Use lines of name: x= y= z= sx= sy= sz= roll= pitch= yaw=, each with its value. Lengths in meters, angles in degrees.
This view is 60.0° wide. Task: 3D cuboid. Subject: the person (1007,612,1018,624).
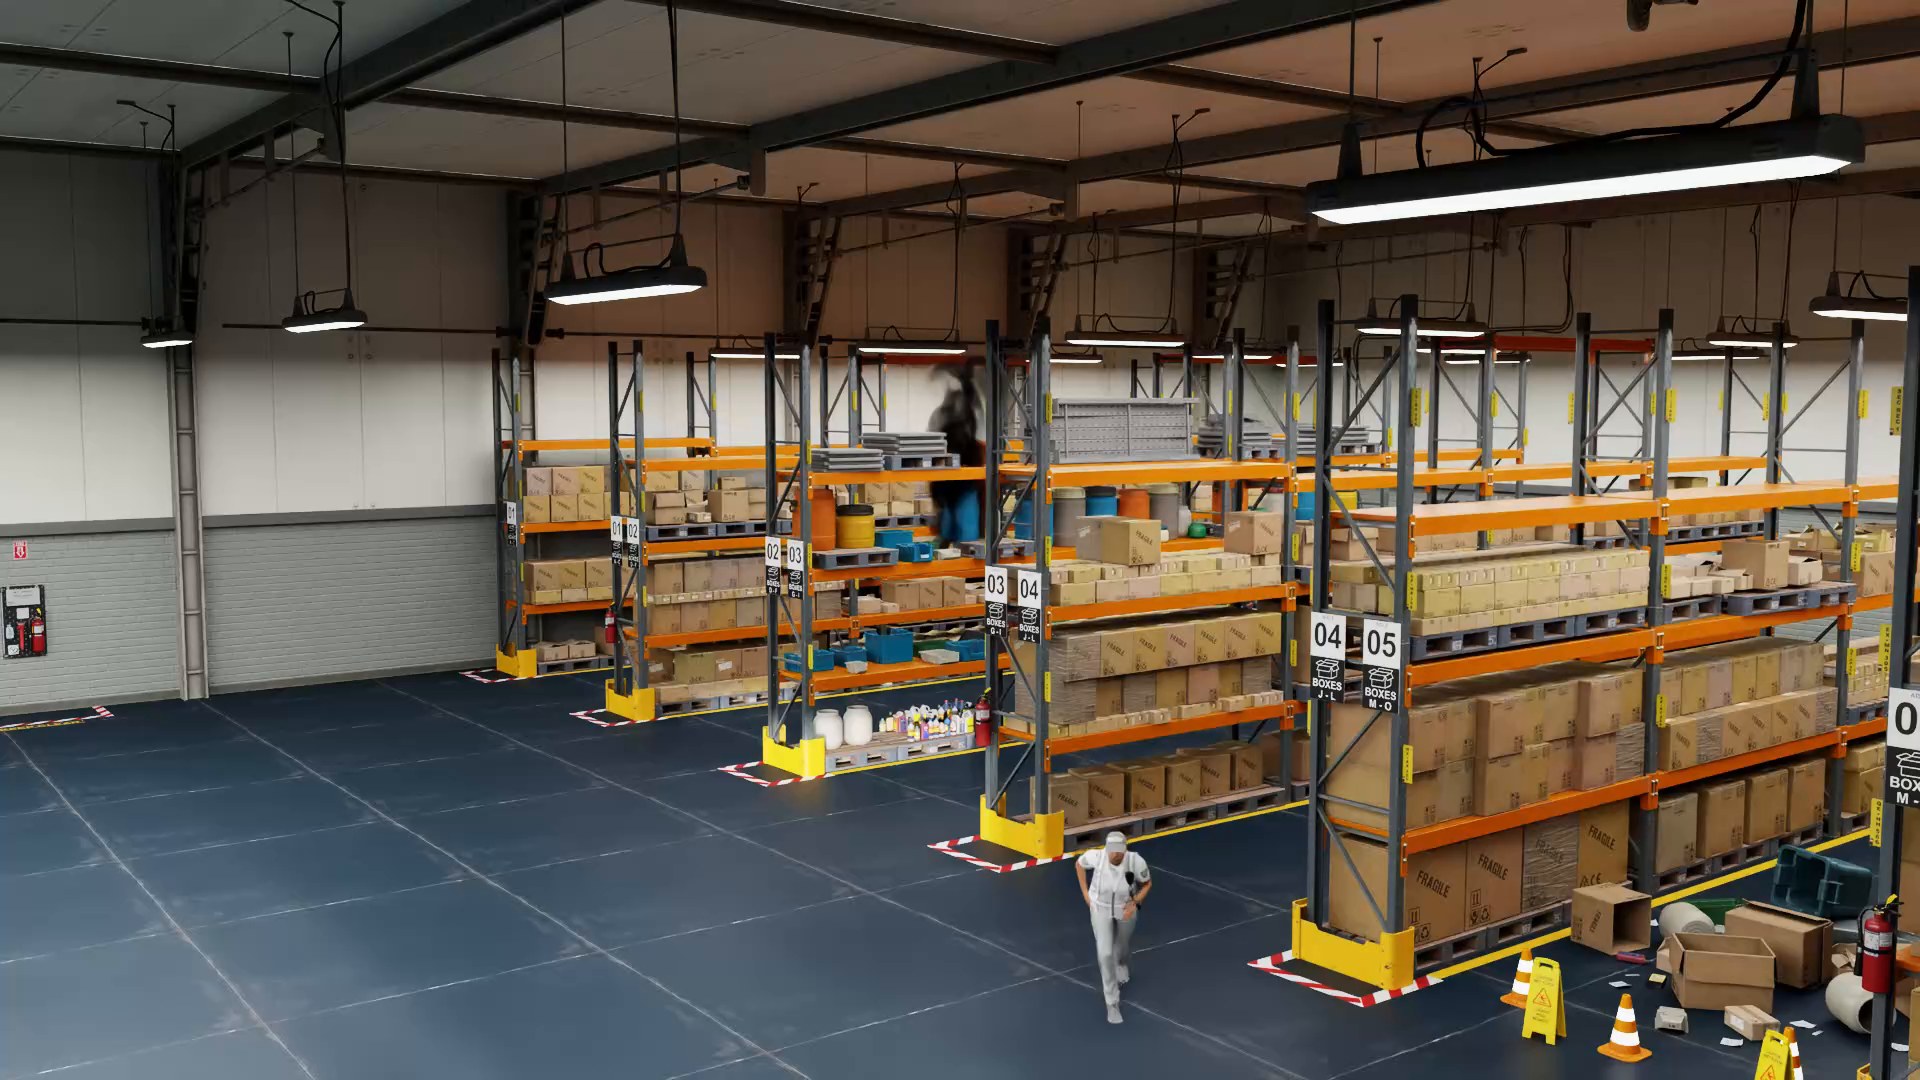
person: x=1.168 y=1.293 z=34.125 sx=0.657 sy=1.771 sz=0.863 roll=4 pitch=7 yaw=41

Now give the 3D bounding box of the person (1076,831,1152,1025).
person: x=1.300 y=3.170 z=14.048 sx=0.643 sy=1.627 sz=1.033 roll=1 pitch=5 yaw=8
